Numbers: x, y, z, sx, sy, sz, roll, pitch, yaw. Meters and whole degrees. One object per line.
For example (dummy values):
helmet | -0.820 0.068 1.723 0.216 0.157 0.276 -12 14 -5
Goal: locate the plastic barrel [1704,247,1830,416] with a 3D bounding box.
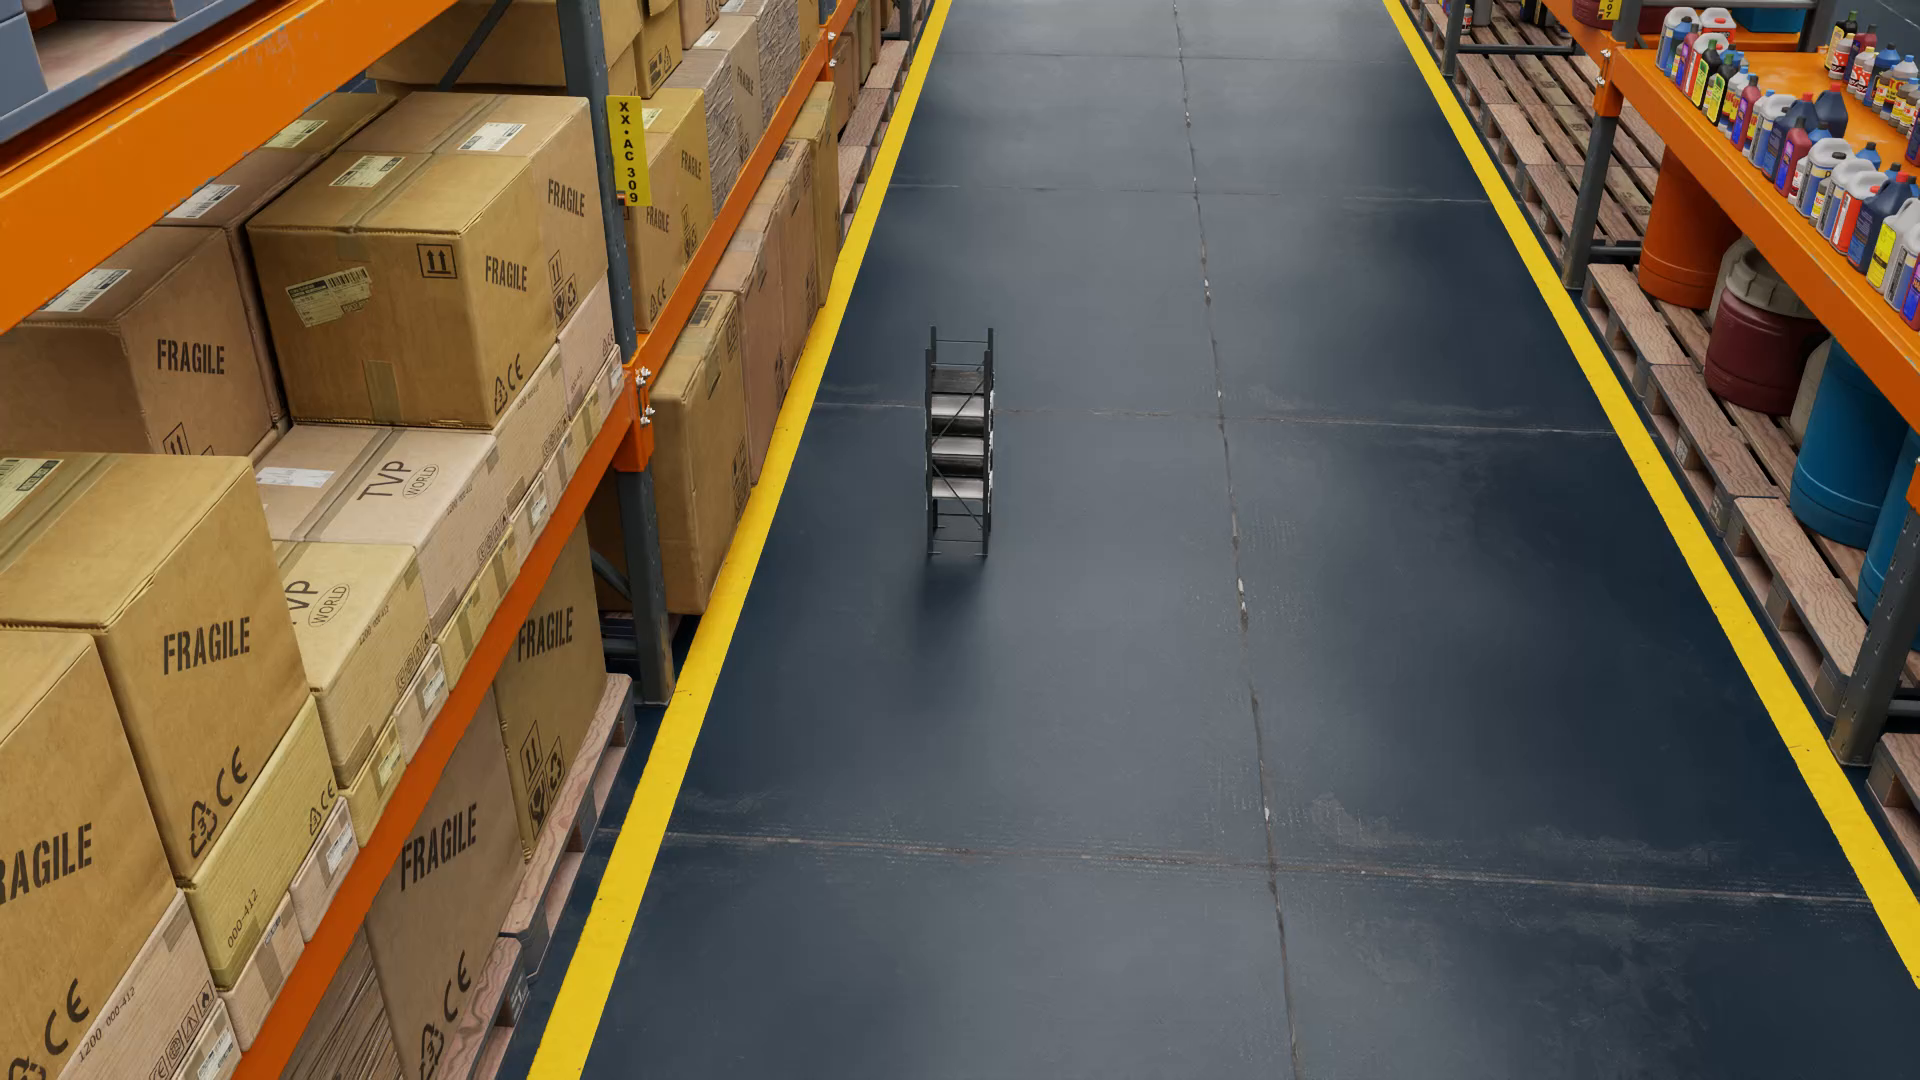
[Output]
plastic barrel | 3.636 -0.929 7.297 0.600 0.588 0.708 2 32 4

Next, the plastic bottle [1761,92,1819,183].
plastic bottle | 3.264 -1.582 6.505 0.144 0.351 0.185 2 32 4

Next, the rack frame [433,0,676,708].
rack frame | -1.511 -0.744 5.098 1.000 3.000 0.127 2 32 4

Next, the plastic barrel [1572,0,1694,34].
plastic barrel | 3.487 -2.938 8.528 0.600 0.536 0.708 2 32 4

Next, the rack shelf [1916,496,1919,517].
rack shelf | 3.263 0.820 3.247 1.077 0.370 4.000 2 32 4

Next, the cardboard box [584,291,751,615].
cardboard box | -1.479 -0.354 6.090 1.225 0.875 0.875 3 32 4

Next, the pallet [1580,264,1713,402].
pallet | 3.729 -1.023 8.209 1.003 0.211 1.213 2 32 4

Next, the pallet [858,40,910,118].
pallet | -0.922 -3.333 11.957 1.003 0.211 1.213 2 32 4

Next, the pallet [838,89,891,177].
pallet | -1.018 -2.693 10.919 1.003 0.211 1.213 2 32 4

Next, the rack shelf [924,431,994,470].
rack shelf | -0.001 -0.350 6.525 0.258 0.077 0.200 2 32 4

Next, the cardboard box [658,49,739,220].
cardboard box | -1.143 -1.541 6.296 0.500 0.500 0.500 2 32 3

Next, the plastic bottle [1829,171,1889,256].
plastic bottle | 3.206 -1.154 5.882 0.152 0.276 0.135 2 32 4

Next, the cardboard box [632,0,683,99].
cardboard box | -1.400 -1.906 5.933 0.797 0.503 0.637 3 32 5

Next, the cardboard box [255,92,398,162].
cardboard box | -1.805 -0.887 4.474 0.500 0.500 0.500 2 32 4

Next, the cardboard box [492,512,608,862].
cardboard box | -1.644 0.323 4.991 0.875 0.875 0.875 2 32 4

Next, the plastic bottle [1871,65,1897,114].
plastic bottle | 4.073 -1.977 7.288 0.097 0.201 0.097 0 32 0

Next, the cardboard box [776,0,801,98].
cardboard box | -1.025 -2.349 7.607 0.500 0.500 0.500 2 32 4

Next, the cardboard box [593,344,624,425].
cardboard box | -1.209 -0.464 4.883 0.380 0.149 0.250 3 32 4

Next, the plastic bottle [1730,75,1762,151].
plastic bottle | 3.254 -1.760 6.857 0.061 0.283 0.133 2 32 4

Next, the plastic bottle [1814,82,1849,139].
plastic bottle | 3.427 -1.646 6.609 0.144 0.351 0.185 2 32 4

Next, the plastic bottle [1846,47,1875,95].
plastic bottle | 4.097 -2.130 7.536 0.097 0.201 0.097 0 32 0

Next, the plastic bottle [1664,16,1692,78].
plastic bottle | 3.357 -2.297 7.741 0.097 0.271 0.097 0 32 0

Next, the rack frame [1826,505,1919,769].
rack frame | 3.426 -0.532 4.755 1.000 3.000 0.127 2 32 4

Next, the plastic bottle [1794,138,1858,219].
plastic bottle | 3.236 -1.346 6.193 0.152 0.276 0.135 2 32 4

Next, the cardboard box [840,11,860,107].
cardboard box | -1.034 -3.189 11.029 0.700 0.500 0.500 0 32 0

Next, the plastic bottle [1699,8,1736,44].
plastic bottle | 3.545 -2.352 7.826 0.152 0.276 0.135 2 32 4

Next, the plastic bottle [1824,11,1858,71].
plastic bottle | 4.144 -2.345 7.807 0.061 0.283 0.133 2 32 4

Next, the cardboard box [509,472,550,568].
cardboard box | -1.272 -0.060 4.228 0.380 0.149 0.250 3 32 5

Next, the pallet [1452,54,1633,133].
pallet | 4.052 -3.116 11.605 1.003 0.211 1.213 2 32 4

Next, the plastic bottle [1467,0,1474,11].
plastic bottle | 3.842 -4.124 12.689 0.144 0.351 0.185 2 32 3

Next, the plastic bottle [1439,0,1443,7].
plastic bottle | 3.884 -4.394 13.126 0.144 0.351 0.185 2 32 4

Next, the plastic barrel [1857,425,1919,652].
plastic barrel | 3.487 -0.102 5.656 0.600 0.901 0.708 2 32 4

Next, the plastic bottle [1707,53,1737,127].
plastic bottle | 3.281 -1.931 7.136 0.061 0.283 0.133 2 32 4

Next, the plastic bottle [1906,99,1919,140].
plastic bottle | 4.042 -1.773 6.958 0.097 0.201 0.097 0 32 0

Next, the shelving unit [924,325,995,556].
shelving unit | -0.001 -0.379 6.507 0.258 0.900 0.210 2 32 4

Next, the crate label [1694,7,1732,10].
crate label | 4.102 -3.147 8.964 0.502 0.435 0.616 2 32 4

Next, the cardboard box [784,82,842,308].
cardboard box | -1.262 -1.750 8.355 1.225 0.875 0.875 1 32 2

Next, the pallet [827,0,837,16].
pallet | -1.233 -3.131 9.155 1.213 0.211 1.003 2 32 4

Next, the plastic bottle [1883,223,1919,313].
plastic bottle | 3.165 -0.891 5.454 0.152 0.276 0.135 2 32 4

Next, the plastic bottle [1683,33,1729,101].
plastic bottle | 3.356 -2.117 7.444 0.152 0.276 0.135 2 32 4

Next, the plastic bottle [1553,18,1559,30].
plastic bottle | 4.556 -3.966 12.574 0.097 0.201 0.097 0 32 0

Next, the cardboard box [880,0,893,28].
cardboard box | -0.787 -4.249 12.768 0.500 0.500 0.500 2 32 2

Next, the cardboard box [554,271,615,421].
cardboard box | -1.285 -0.565 4.667 0.500 0.250 0.500 2 32 3

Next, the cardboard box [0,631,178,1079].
cardboard box | -1.488 0.465 2.282 0.500 0.500 0.500 2 32 3

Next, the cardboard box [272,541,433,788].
cardboard box | -1.411 0.238 3.365 0.500 0.250 0.500 2 32 3

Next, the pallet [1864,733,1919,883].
pallet | 3.404 1.041 4.860 1.003 0.211 1.213 2 32 4

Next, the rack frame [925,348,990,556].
rack frame | -0.009 -0.326 6.421 0.240 0.900 0.006 2 32 4

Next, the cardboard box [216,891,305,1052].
cardboard box | -1.397 0.746 2.920 0.380 0.149 0.250 2 32 3

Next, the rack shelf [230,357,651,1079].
rack shelf | -1.674 0.608 3.590 1.077 0.370 4.000 2 32 4

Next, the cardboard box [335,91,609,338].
cardboard box | -1.282 -0.874 4.454 0.500 0.500 0.500 3 32 5

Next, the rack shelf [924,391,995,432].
rack shelf | -0.001 -0.504 6.430 0.258 0.077 0.200 2 32 4

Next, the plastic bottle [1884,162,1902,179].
plastic bottle | 3.343 -1.227 6.005 0.097 0.271 0.097 0 32 0

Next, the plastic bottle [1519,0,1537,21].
plastic bottle | 4.413 -4.186 12.789 0.144 0.351 0.185 2 32 4

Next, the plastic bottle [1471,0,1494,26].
plastic bottle | 3.986 -4.118 12.679 0.144 0.351 0.185 2 32 4

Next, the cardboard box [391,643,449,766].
cardboard box | -1.335 0.341 3.576 0.380 0.149 0.250 3 32 5
